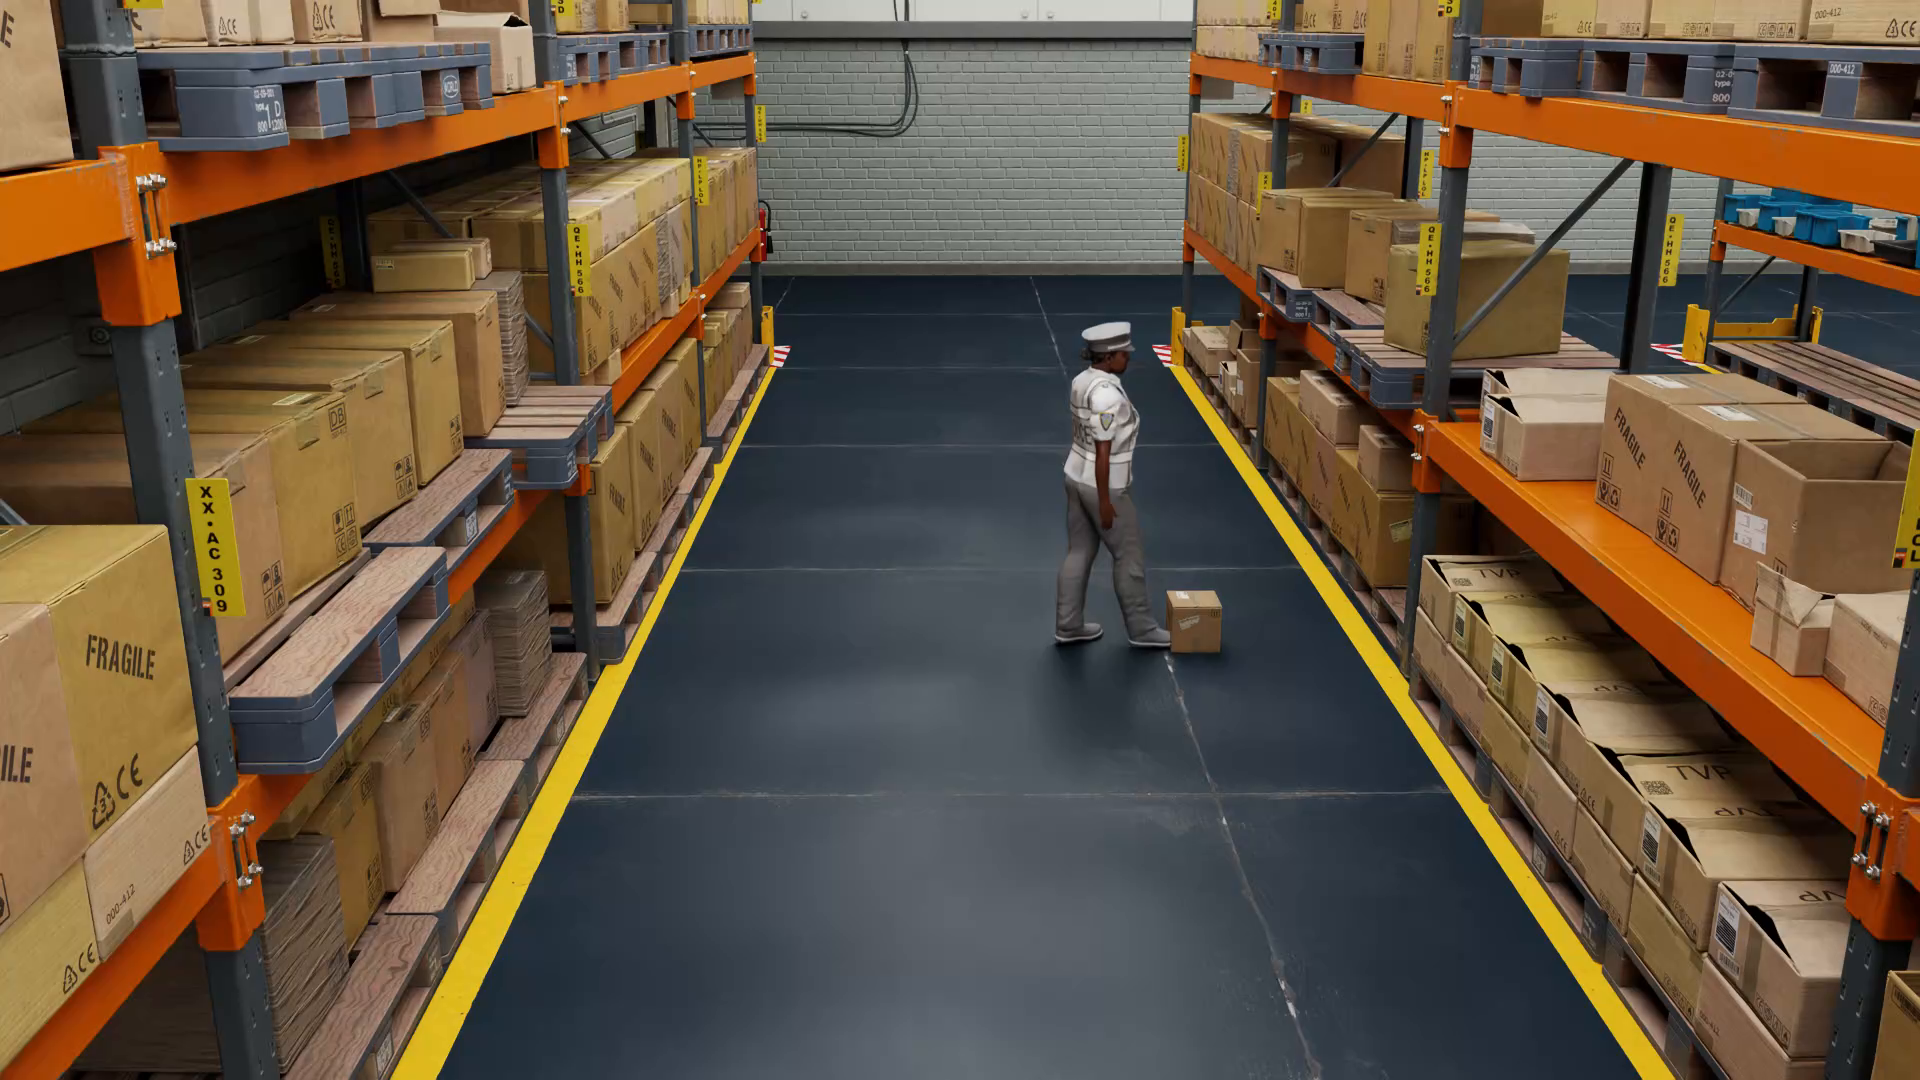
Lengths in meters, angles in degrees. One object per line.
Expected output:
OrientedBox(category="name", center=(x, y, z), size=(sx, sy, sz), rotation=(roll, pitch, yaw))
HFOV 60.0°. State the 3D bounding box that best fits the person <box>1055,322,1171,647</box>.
OrientedBox(category="person", center=(0.802, -0.277, 8.394), size=(0.626, 1.662, 0.459), rotation=(-6, 18, -18))
